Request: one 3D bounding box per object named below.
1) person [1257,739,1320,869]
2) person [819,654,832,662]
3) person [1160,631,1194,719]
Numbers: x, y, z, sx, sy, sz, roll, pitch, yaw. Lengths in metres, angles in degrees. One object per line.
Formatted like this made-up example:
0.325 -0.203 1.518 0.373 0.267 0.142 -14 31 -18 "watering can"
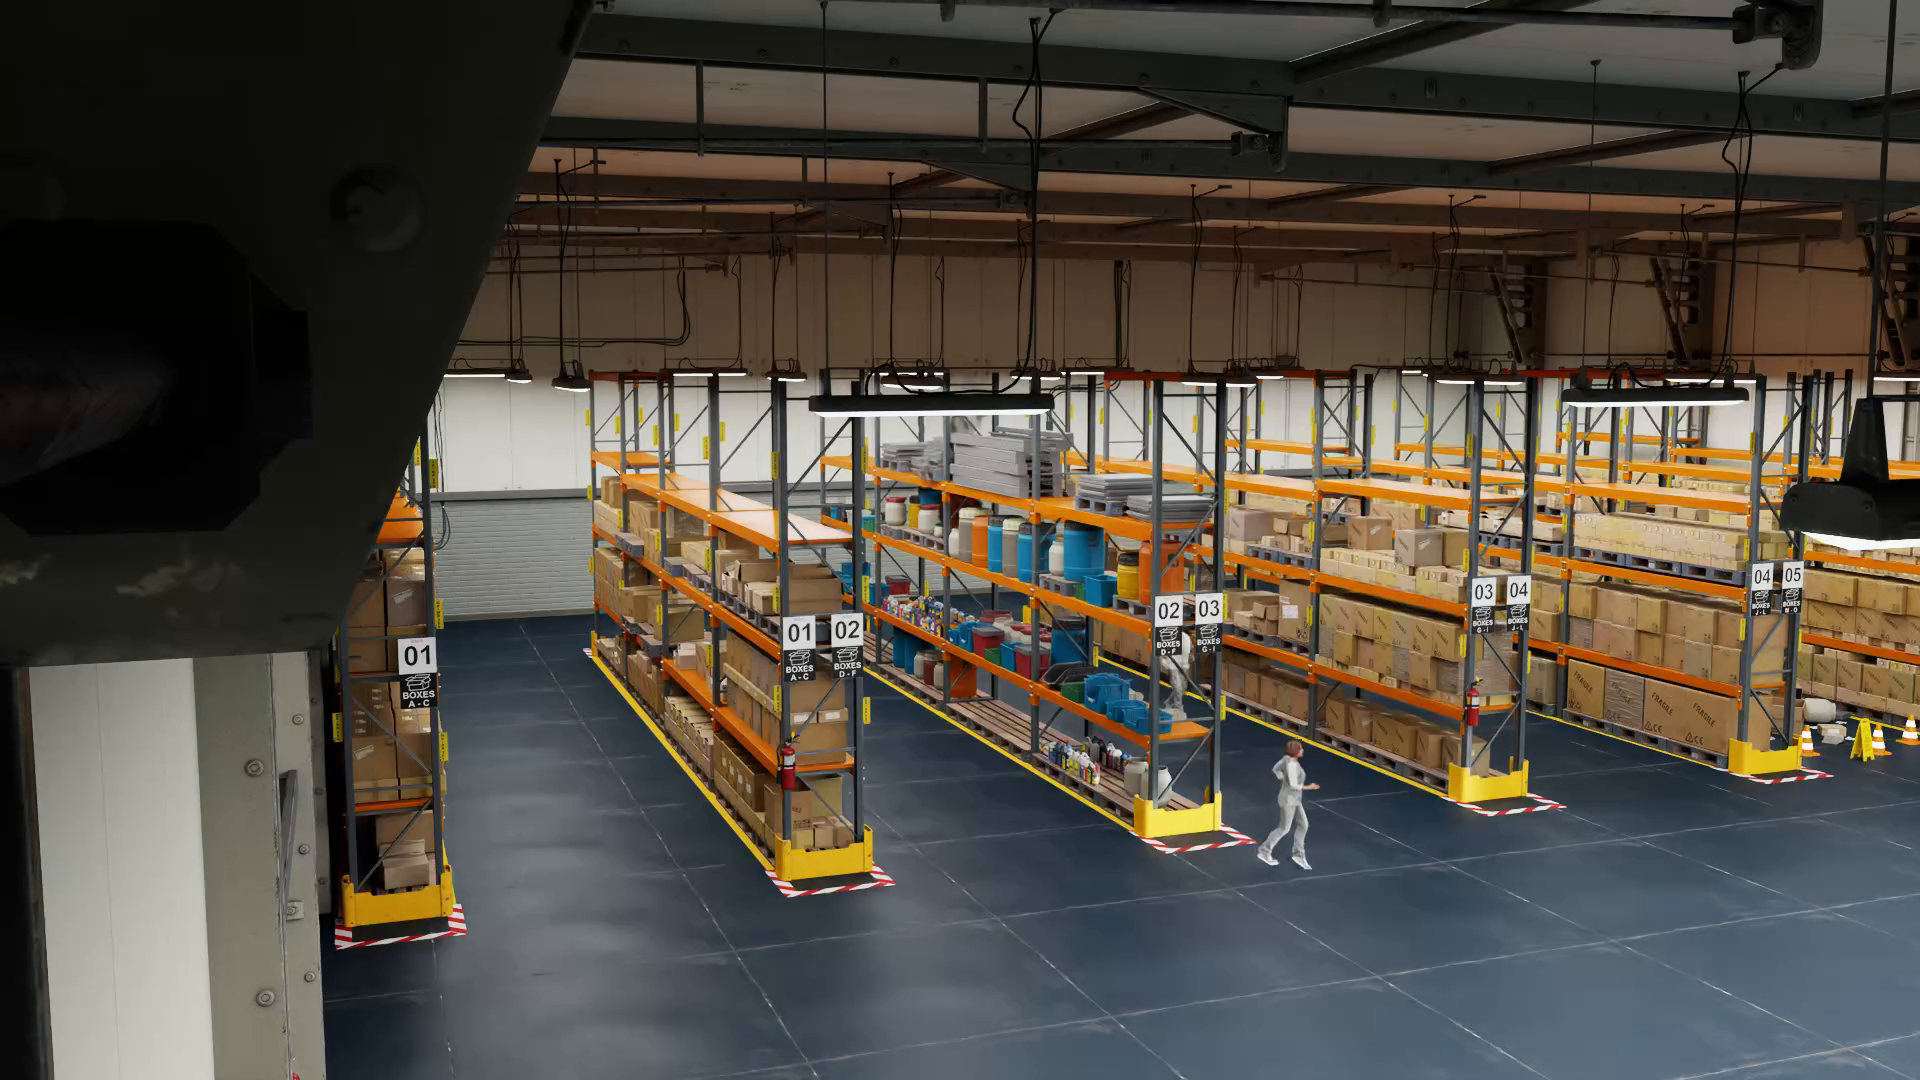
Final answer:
4.049 3.265 20.471 0.739 1.658 0.557 1 7 12 "person"
-2.414 2.093 30.207 0.692 1.742 0.656 -4 7 -29 "person"
3.775 2.233 28.729 0.703 1.774 0.821 -4 7 -29 "person"
